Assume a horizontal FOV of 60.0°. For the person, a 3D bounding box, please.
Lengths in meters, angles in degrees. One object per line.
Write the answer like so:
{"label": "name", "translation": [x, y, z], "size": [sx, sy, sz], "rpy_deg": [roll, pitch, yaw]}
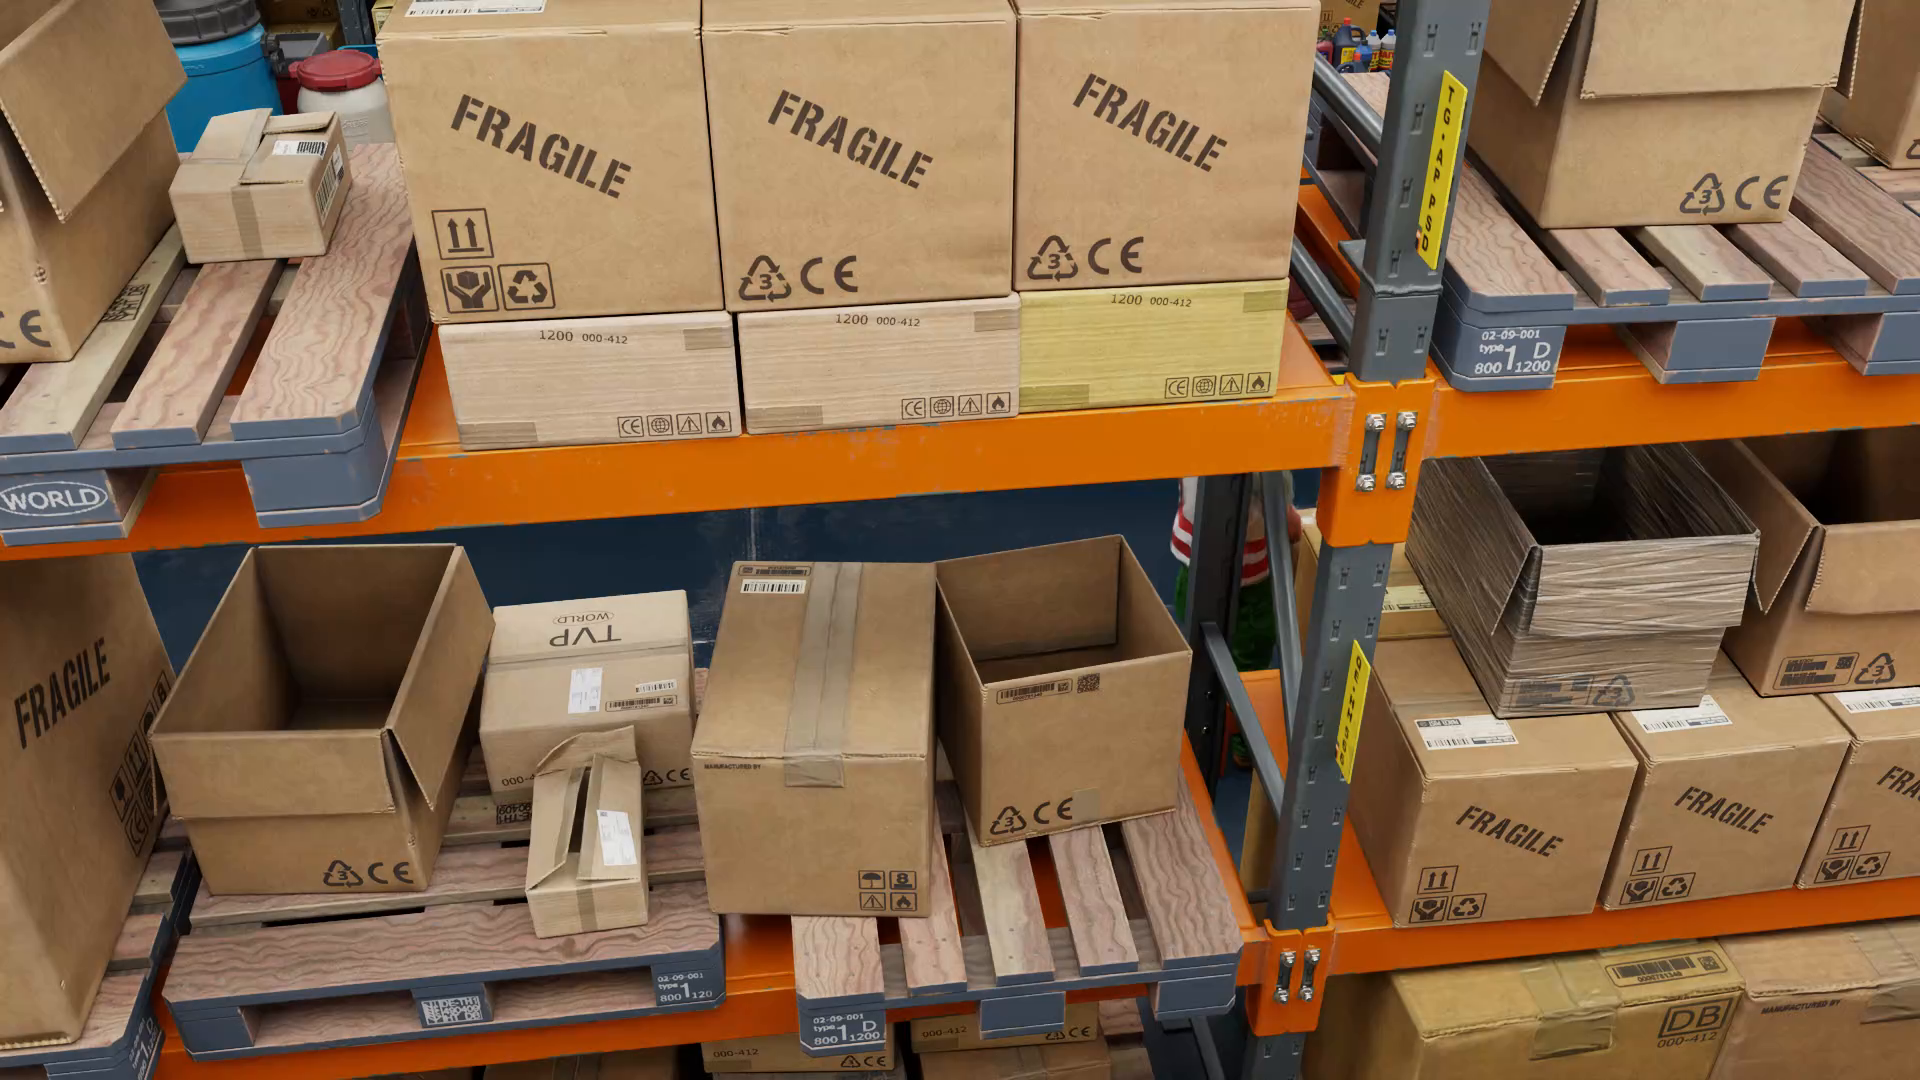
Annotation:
{"label": "person", "translation": [1.016, 0.051, 6.036], "size": [0.504, 1.795, 0.566], "rpy_deg": [-29, 44, -35]}
